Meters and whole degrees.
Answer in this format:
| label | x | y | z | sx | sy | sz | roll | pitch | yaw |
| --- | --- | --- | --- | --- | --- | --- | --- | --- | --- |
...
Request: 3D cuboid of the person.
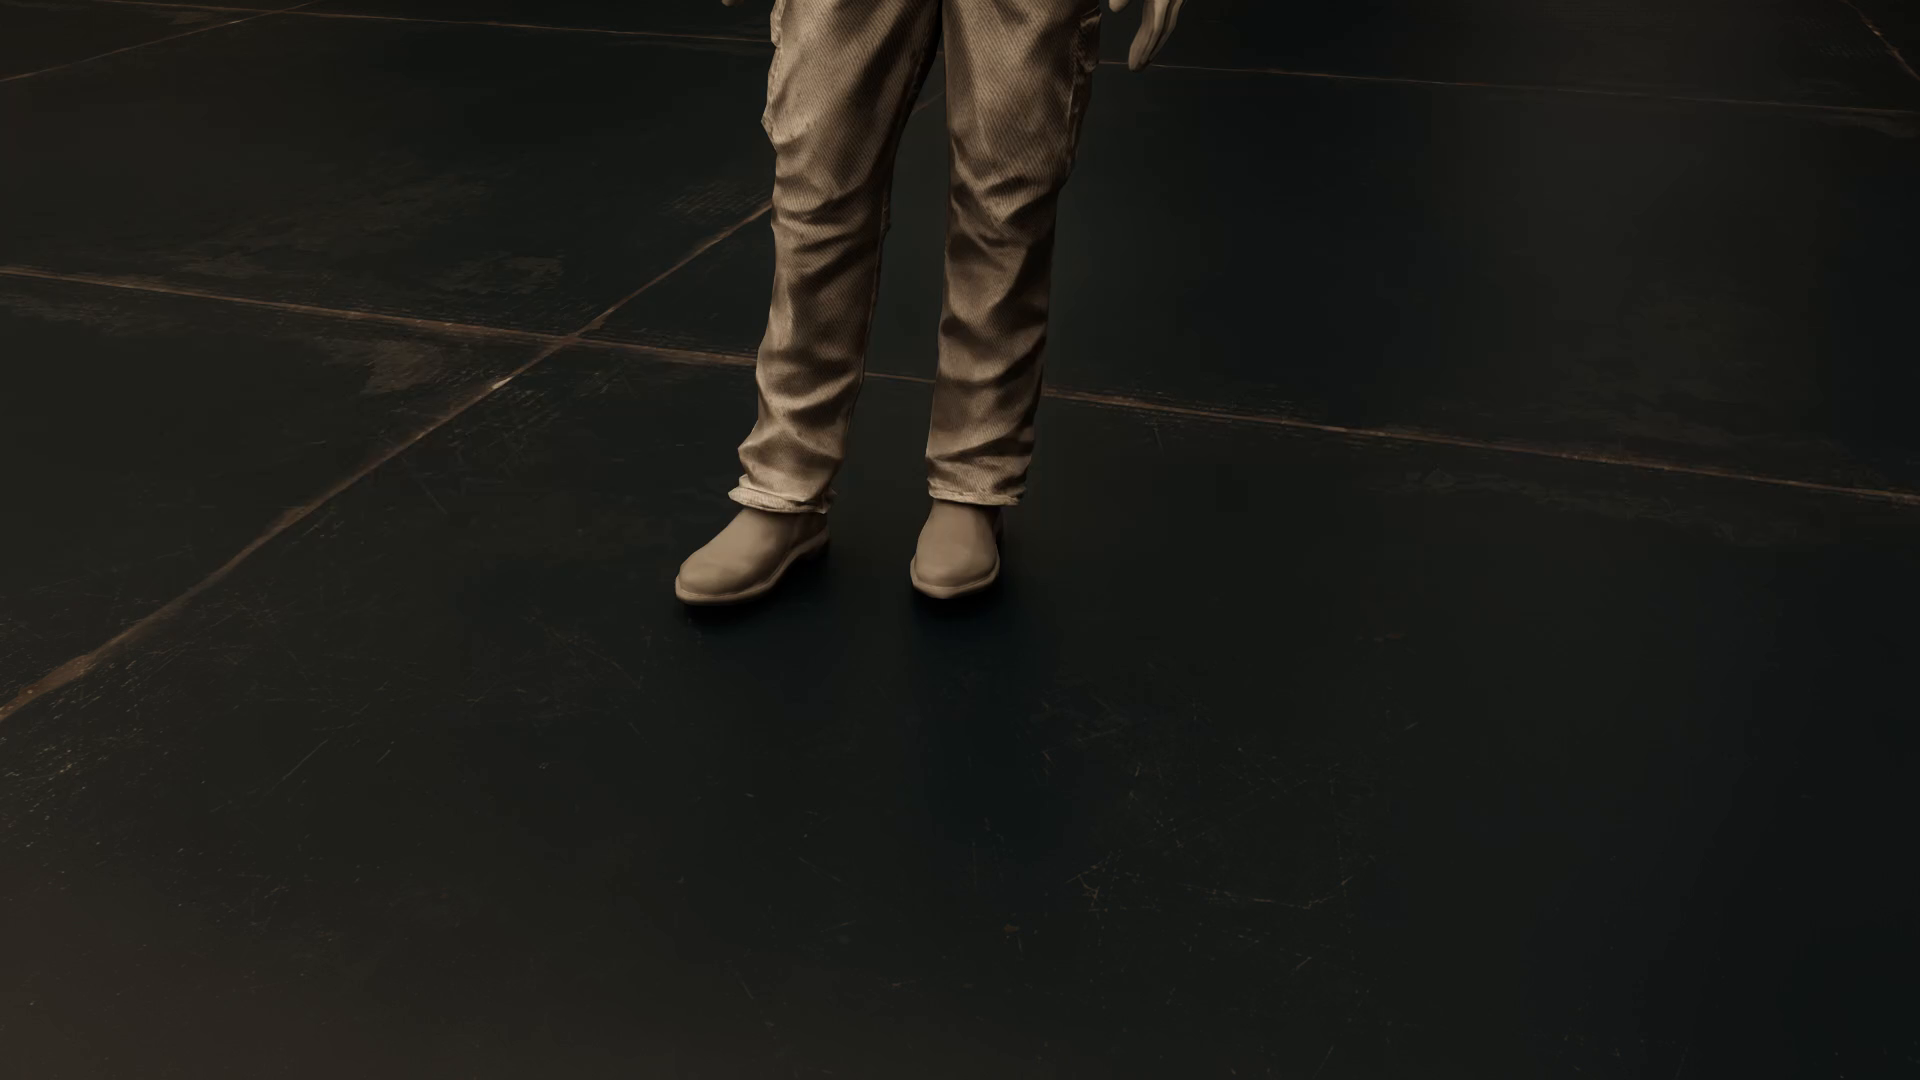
| label | x | y | z | sx | sy | sz | roll | pitch | yaw |
| --- | --- | --- | --- | --- | --- | --- | --- | --- | --- |
| person | -0.031 | -0.771 | 2.033 | 0.656 | 1.782 | 0.577 | 8 | 28 | 16 |
